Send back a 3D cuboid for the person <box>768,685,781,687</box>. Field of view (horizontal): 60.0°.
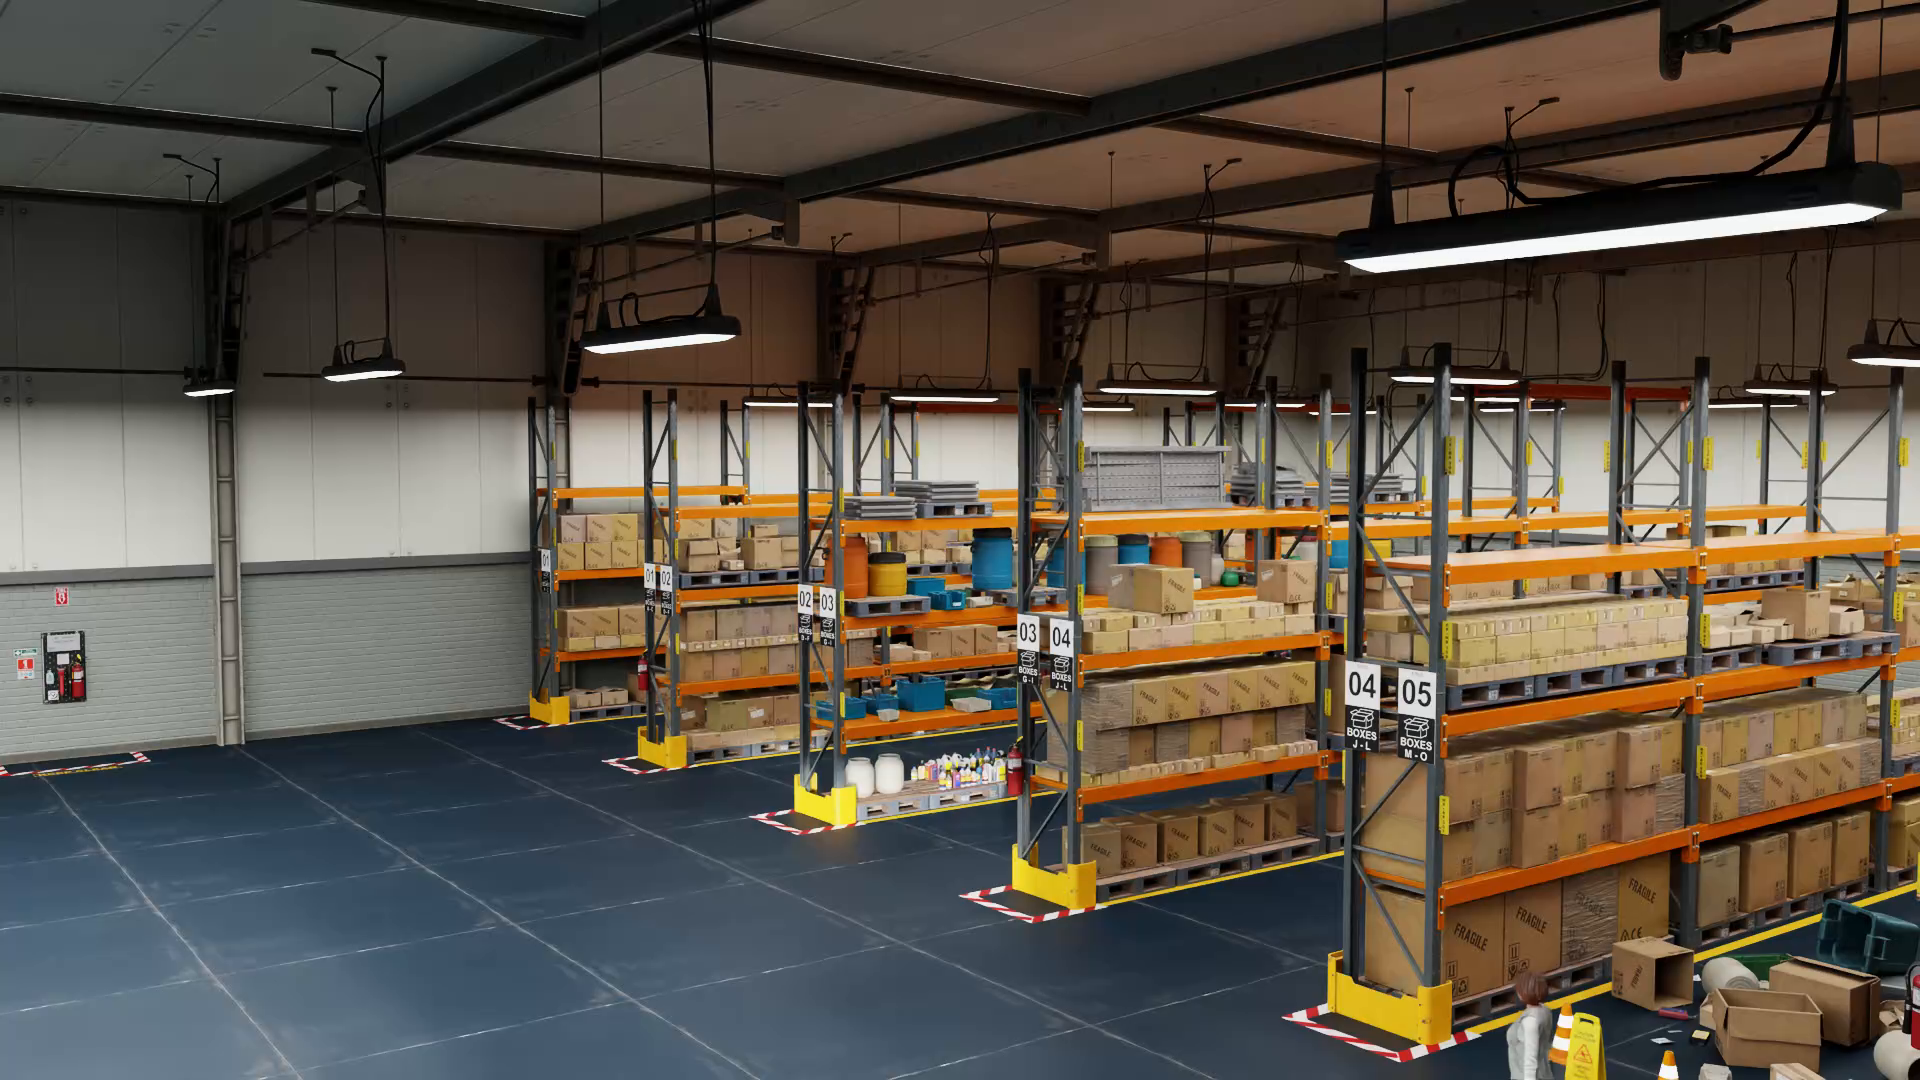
[{"bbox_3d":[-3.406,2.508,30.200,0.403,1.802,0.619,3,5,44],"label":"person"}]

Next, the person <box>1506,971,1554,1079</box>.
[{"bbox_3d":[3.828,3.685,11.152,0.427,1.601,0.419,1,3,11],"label":"person"}]
